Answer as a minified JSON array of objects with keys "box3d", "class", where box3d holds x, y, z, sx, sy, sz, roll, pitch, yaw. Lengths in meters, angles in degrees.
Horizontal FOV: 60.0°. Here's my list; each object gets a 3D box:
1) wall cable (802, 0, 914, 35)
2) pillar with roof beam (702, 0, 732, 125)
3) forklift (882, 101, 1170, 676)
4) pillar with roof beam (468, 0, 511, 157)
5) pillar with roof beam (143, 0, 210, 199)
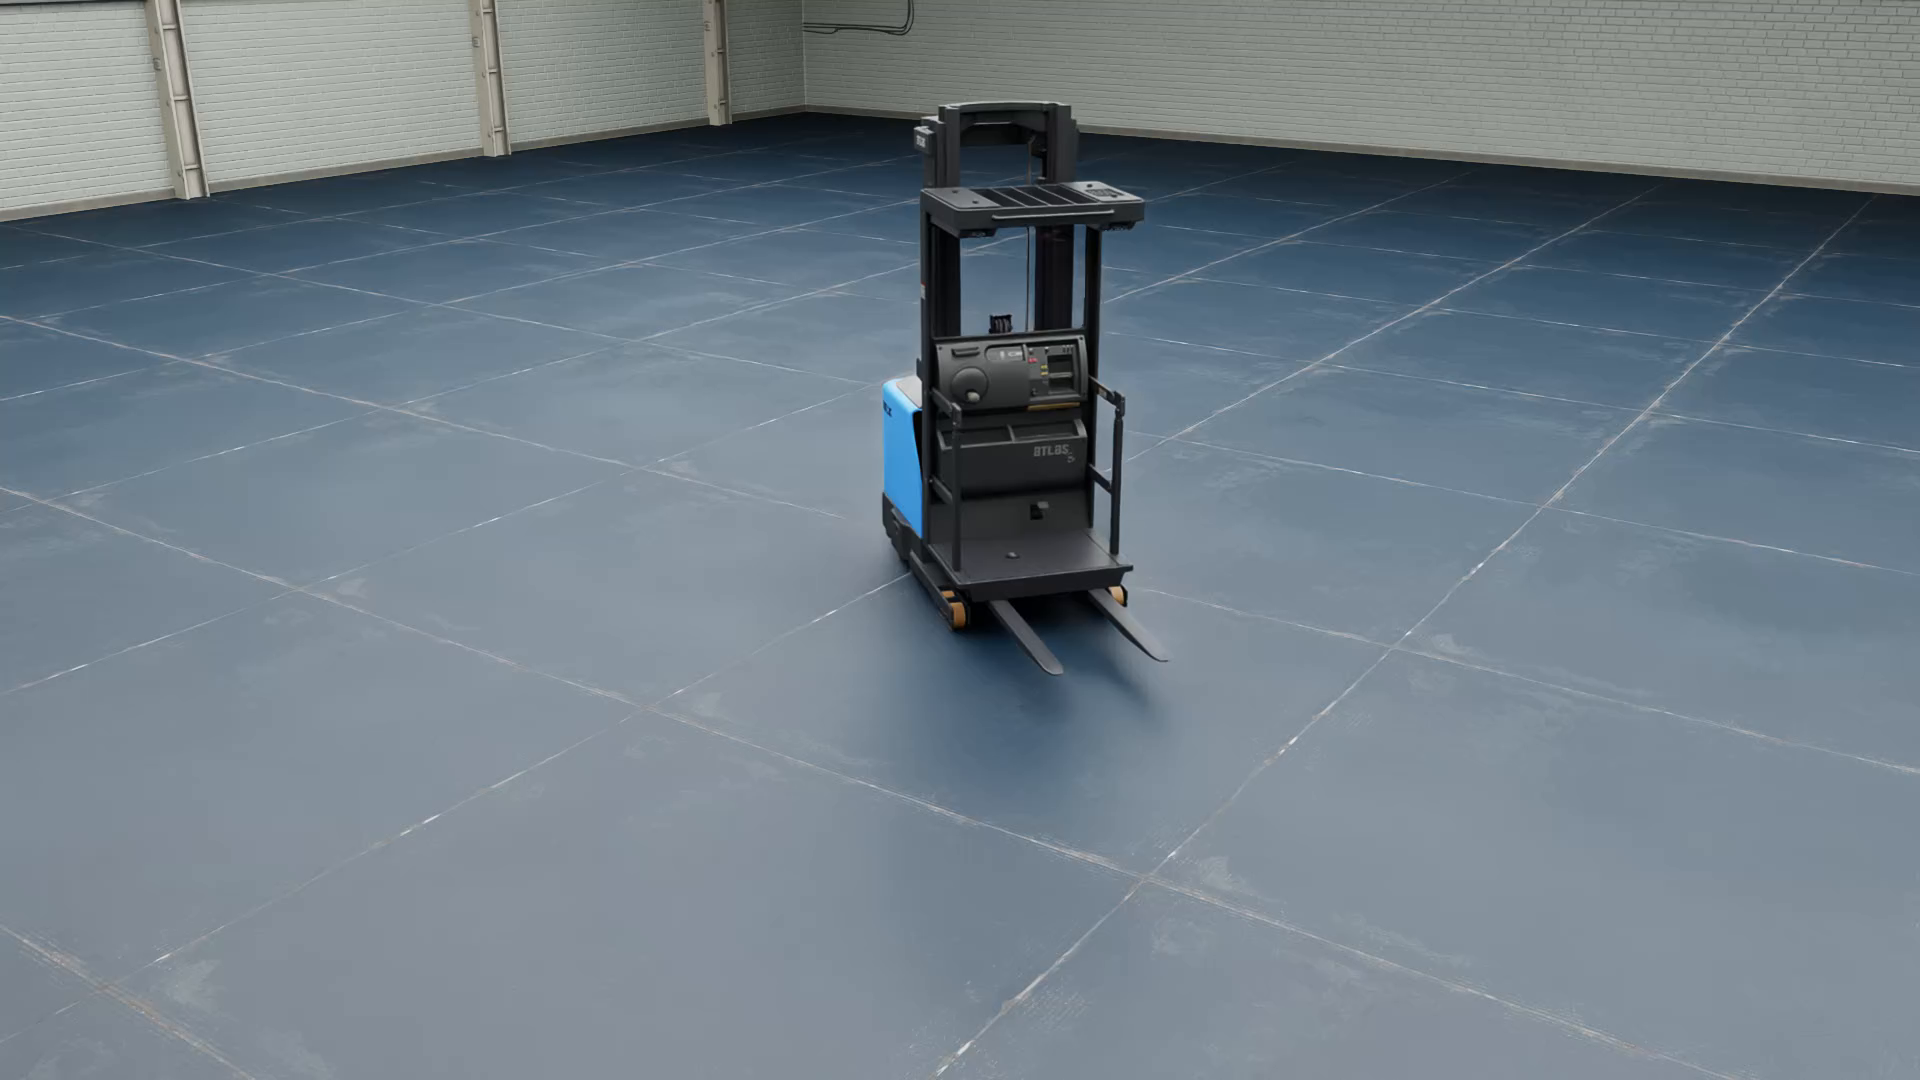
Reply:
[{"box3d":[-2.263,-12.053,35.353,3.097,2.526,0.112,13,24,32],"class":"wall cable"},{"box3d":[-1.453,-12.082,30.957,9.100,9.000,0.400,13,24,32],"class":"pillar with roof beam"},{"box3d":[0.377,-0.995,9.731,1.130,2.935,3.031,-6,21,-15],"class":"forklift"},{"box3d":[-4.826,-10.360,26.303,9.100,9.000,0.400,13,24,32],"class":"pillar with roof beam"},{"box3d":[-8.198,-8.639,21.649,9.100,9.000,0.400,13,24,32],"class":"pillar with roof beam"}]
